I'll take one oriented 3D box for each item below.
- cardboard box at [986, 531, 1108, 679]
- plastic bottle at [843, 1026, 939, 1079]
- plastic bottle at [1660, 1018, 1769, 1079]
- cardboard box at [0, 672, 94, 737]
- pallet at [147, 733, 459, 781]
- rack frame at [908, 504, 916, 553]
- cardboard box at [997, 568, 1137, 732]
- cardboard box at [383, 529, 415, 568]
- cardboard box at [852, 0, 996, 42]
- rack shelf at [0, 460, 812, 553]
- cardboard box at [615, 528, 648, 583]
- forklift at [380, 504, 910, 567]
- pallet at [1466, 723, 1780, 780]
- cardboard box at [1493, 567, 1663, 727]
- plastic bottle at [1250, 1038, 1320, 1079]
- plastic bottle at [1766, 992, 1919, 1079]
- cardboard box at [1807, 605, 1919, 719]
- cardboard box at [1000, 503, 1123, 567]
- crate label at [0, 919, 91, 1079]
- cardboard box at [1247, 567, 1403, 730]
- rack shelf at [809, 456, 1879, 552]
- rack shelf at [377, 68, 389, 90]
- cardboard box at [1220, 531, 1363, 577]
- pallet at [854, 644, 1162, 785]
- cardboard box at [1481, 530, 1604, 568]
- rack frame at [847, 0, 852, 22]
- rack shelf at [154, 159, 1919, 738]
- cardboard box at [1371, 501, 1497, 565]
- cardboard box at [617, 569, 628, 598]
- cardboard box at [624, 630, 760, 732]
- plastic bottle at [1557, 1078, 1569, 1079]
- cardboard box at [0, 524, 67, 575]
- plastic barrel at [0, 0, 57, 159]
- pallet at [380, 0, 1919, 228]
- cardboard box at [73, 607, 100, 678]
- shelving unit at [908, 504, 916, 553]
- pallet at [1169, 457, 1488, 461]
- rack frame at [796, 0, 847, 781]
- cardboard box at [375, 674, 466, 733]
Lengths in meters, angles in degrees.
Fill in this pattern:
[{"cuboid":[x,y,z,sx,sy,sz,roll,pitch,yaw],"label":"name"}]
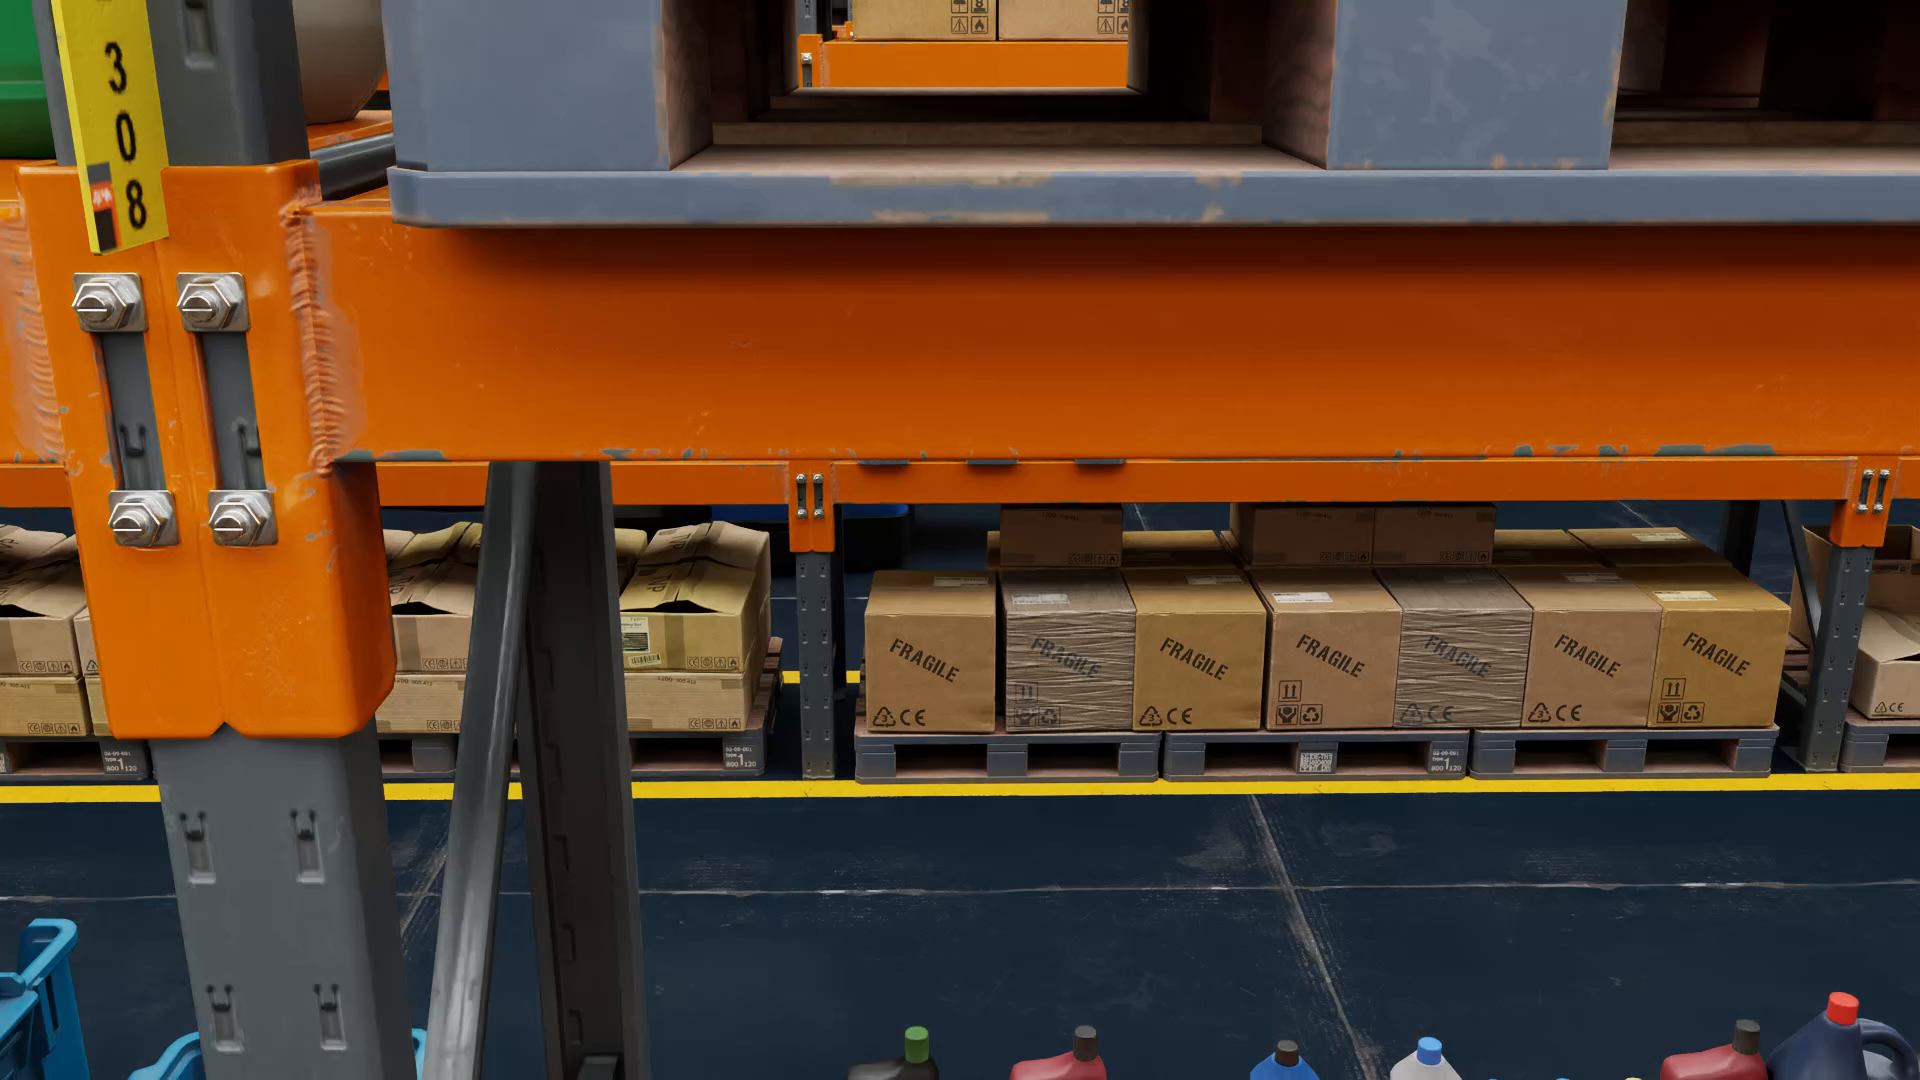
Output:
[{"cuboid":[0.364,0.276,7.149,0.500,0.500,0.500,0,18,1],"label":"cardboard box"},{"cuboid":[-0.095,0.807,2.311,0.133,0.283,0.061,0,18,-1],"label":"plastic bottle"},{"cuboid":[1.048,0.802,2.328,0.133,0.283,0.061,0,18,-1],"label":"plastic bottle"},{"cuboid":[-3.649,0.572,6.669,0.500,0.250,0.500,0,18,1],"label":"cardboard box"},{"cuboid":[-2.608,0.696,7.032,1.213,0.211,1.003,0,18,-1],"label":"pallet"},{"cuboid":[-0.289,-0.720,9.337,0.032,1.500,0.500,-2,18,-5],"label":"rack frame"},{"cuboid":[0.416,0.433,6.659,0.500,0.500,0.500,-1,18,-3],"label":"cardboard box"},{"cuboid":[-2.645,0.136,7.109,0.500,0.311,0.500,0,18,-2],"label":"cardboard box"},{"cuboid":[-0.132,-2.117,6.162,0.500,0.500,0.910,0,18,-1],"label":"cardboard box"},{"cuboid":[-2.567,-0.277,6.677,4.000,0.370,1.077,0,18,-1],"label":"rack shelf"},{"cuboid":[-1.621,0.132,7.123,0.500,0.311,0.500,-1,18,-2],"label":"cardboard box"},{"cuboid":[-1.822,-1.339,8.925,3.031,2.935,1.130,-2,18,-5],"label":"forklift"},{"cuboid":[2.619,0.695,7.035,1.213,0.211,1.003,0,18,-1],"label":"pallet"},{"cuboid":[2.449,0.423,6.692,0.500,0.500,0.500,0,18,-1],"label":"cardboard box"},{"cuboid":[0.446,0.816,2.303,0.097,0.271,0.097,0,18,0],"label":"plastic bottle"},{"cuboid":[1.207,0.782,2.280,0.185,0.351,0.144,0,18,-1],"label":"plastic bottle"},{"cuboid":[3.855,0.487,6.801,0.500,0.311,0.500,0,18,-1],"label":"cardboard box"},{"cuboid":[0.420,-0.083,7.039,0.500,0.250,0.500,0,18,1],"label":"cardboard box"},{"cuboid":[-1.491,0.789,2.118,0.616,0.435,0.502,0,18,-1],"label":"crate label"},{"cuboid":[1.439,0.428,6.675,0.500,0.500,0.500,-1,18,-3],"label":"cardboard box"},{"cuboid":[1.432,-0.296,6.737,4.000,0.370,1.077,0,18,-1],"label":"rack shelf"},{"cuboid":[-2.567,-1.705,6.218,4.000,0.370,1.077,0,18,-1],"label":"rack shelf"},{"cuboid":[1.406,0.269,7.170,0.500,0.500,0.500,-1,18,-3],"label":"cardboard box"},{"cuboid":[0.180,0.707,6.998,1.213,0.211,1.003,0,18,-1],"label":"pallet"},{"cuboid":[2.411,0.267,7.178,0.500,0.500,0.500,0,18,0],"label":"cardboard box"},{"cuboid":[-0.649,-2.142,11.313,0.127,3.000,1.000,0,18,-1],"label":"rack frame"},{"cuboid":[1.507,-0.211,1.562,4.000,0.370,1.077,0,18,-1],"label":"rack shelf"},{"cuboid":[1.945,-0.092,7.067,0.500,0.250,0.500,0,18,-1],"label":"cardboard box"},{"cuboid":[-1.607,0.296,6.611,0.500,0.311,0.500,-1,18,-2],"label":"cardboard box"},{"cuboid":[-1.090,0.558,6.713,0.500,0.250,0.500,0,18,0],"label":"cardboard box"},{"cuboid":[0.835,0.848,2.320,0.097,0.201,0.097,0,18,0],"label":"plastic bottle"},{"cuboid":[-4.167,0.143,7.086,0.500,0.311,0.500,0,18,-1],"label":"cardboard box"},{"cuboid":[-0.739,-0.453,1.394,0.294,0.245,0.294,0,18,0],"label":"plastic barrel"},{"cuboid":[0.273,-0.428,1.370,1.213,0.211,1.003,0,18,-1],"label":"pallet"},{"cuboid":[-3.132,0.303,6.587,0.500,0.311,0.500,-1,18,-3],"label":"cardboard box"},{"cuboid":[0.217,-0.736,9.385,1.048,1.500,0.538,-2,18,-5],"label":"shelving unit"},{"cuboid":[1.377,-0.548,6.660,1.213,0.211,1.003,0,18,-1],"label":"pallet"},{"cuboid":[-0.567,-0.629,6.597,0.127,3.000,1.000,0,18,-1],"label":"rack frame"},{"cuboid":[-2.108,0.563,6.697,0.500,0.250,0.500,0,18,0],"label":"cardboard box"}]
